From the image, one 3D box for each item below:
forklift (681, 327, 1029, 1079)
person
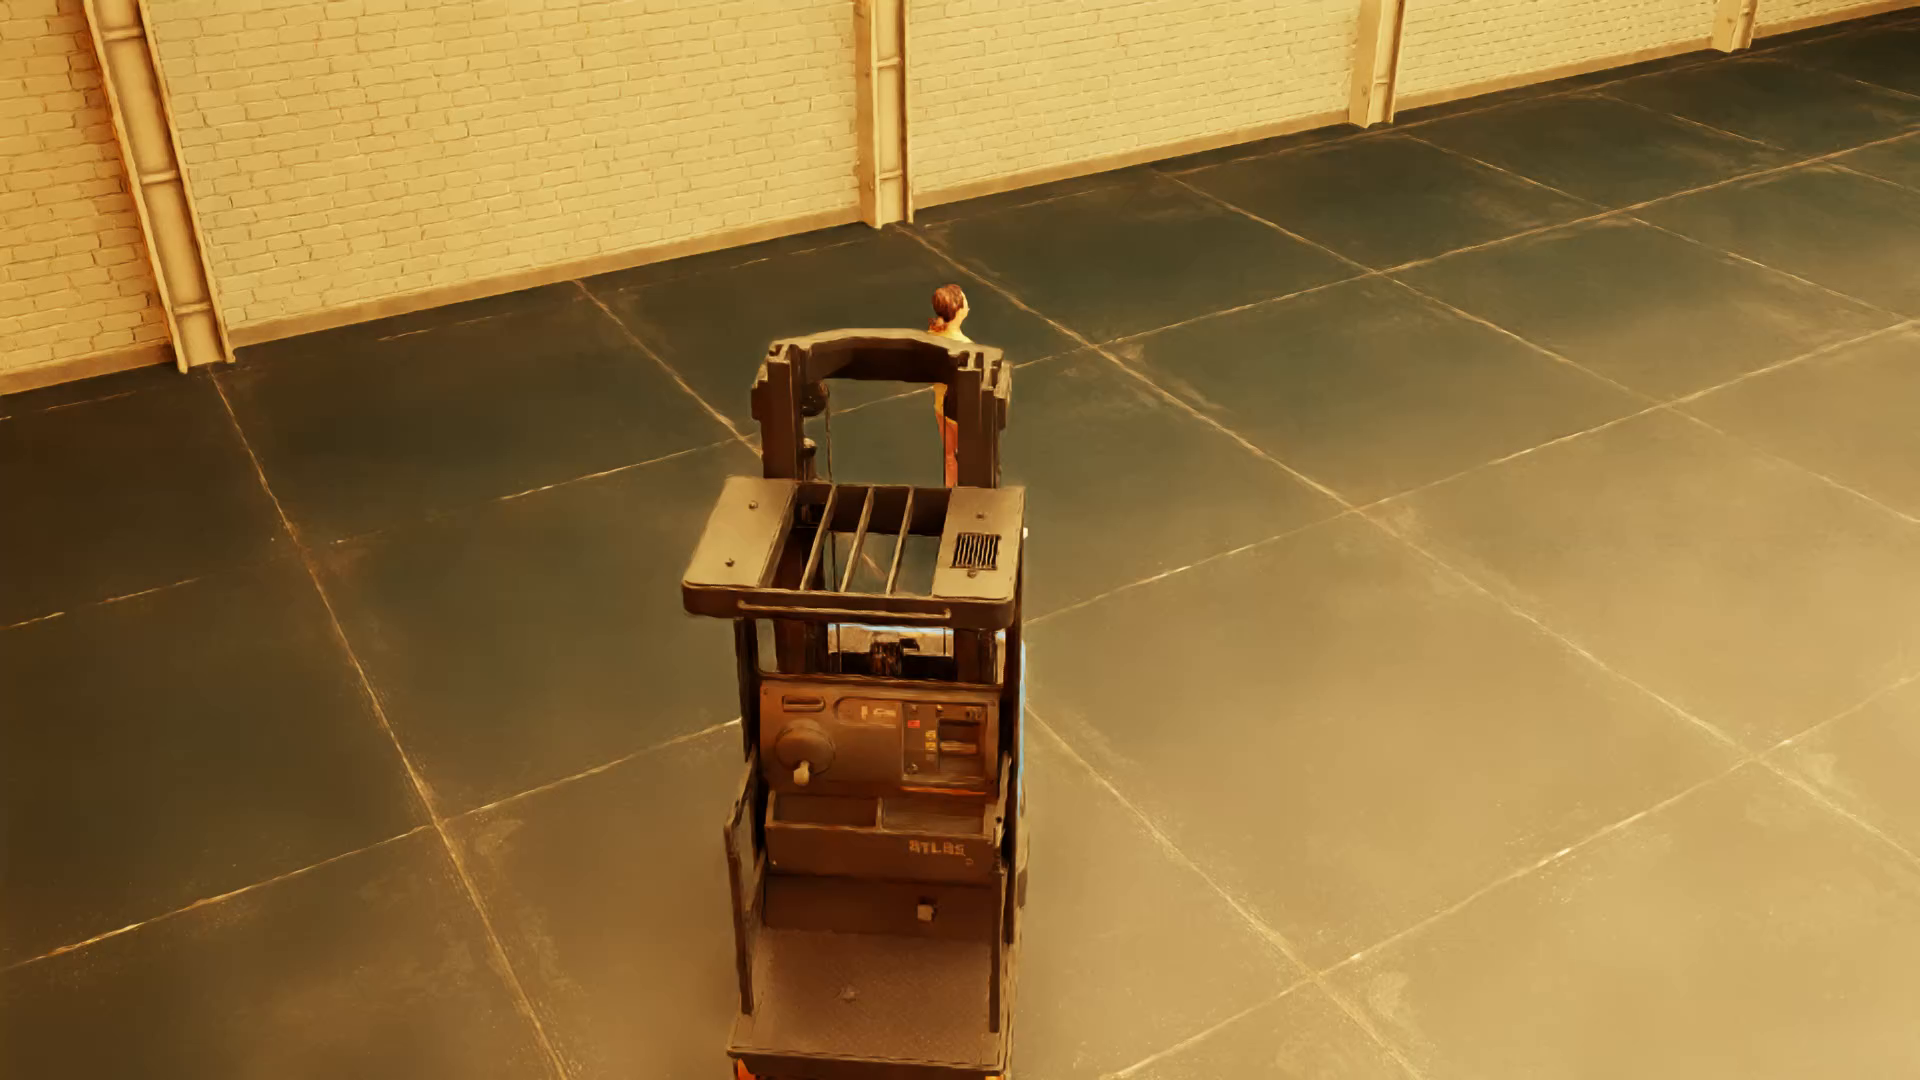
[{"bbox_3d":[-0.332,0.821,6.276,1.130,2.935,3.031,3,31,4],"label":"forklift"},{"bbox_3d":[0.068,-0.773,10.070,0.549,1.673,0.554,-17,35,-26],"label":"person"}]
